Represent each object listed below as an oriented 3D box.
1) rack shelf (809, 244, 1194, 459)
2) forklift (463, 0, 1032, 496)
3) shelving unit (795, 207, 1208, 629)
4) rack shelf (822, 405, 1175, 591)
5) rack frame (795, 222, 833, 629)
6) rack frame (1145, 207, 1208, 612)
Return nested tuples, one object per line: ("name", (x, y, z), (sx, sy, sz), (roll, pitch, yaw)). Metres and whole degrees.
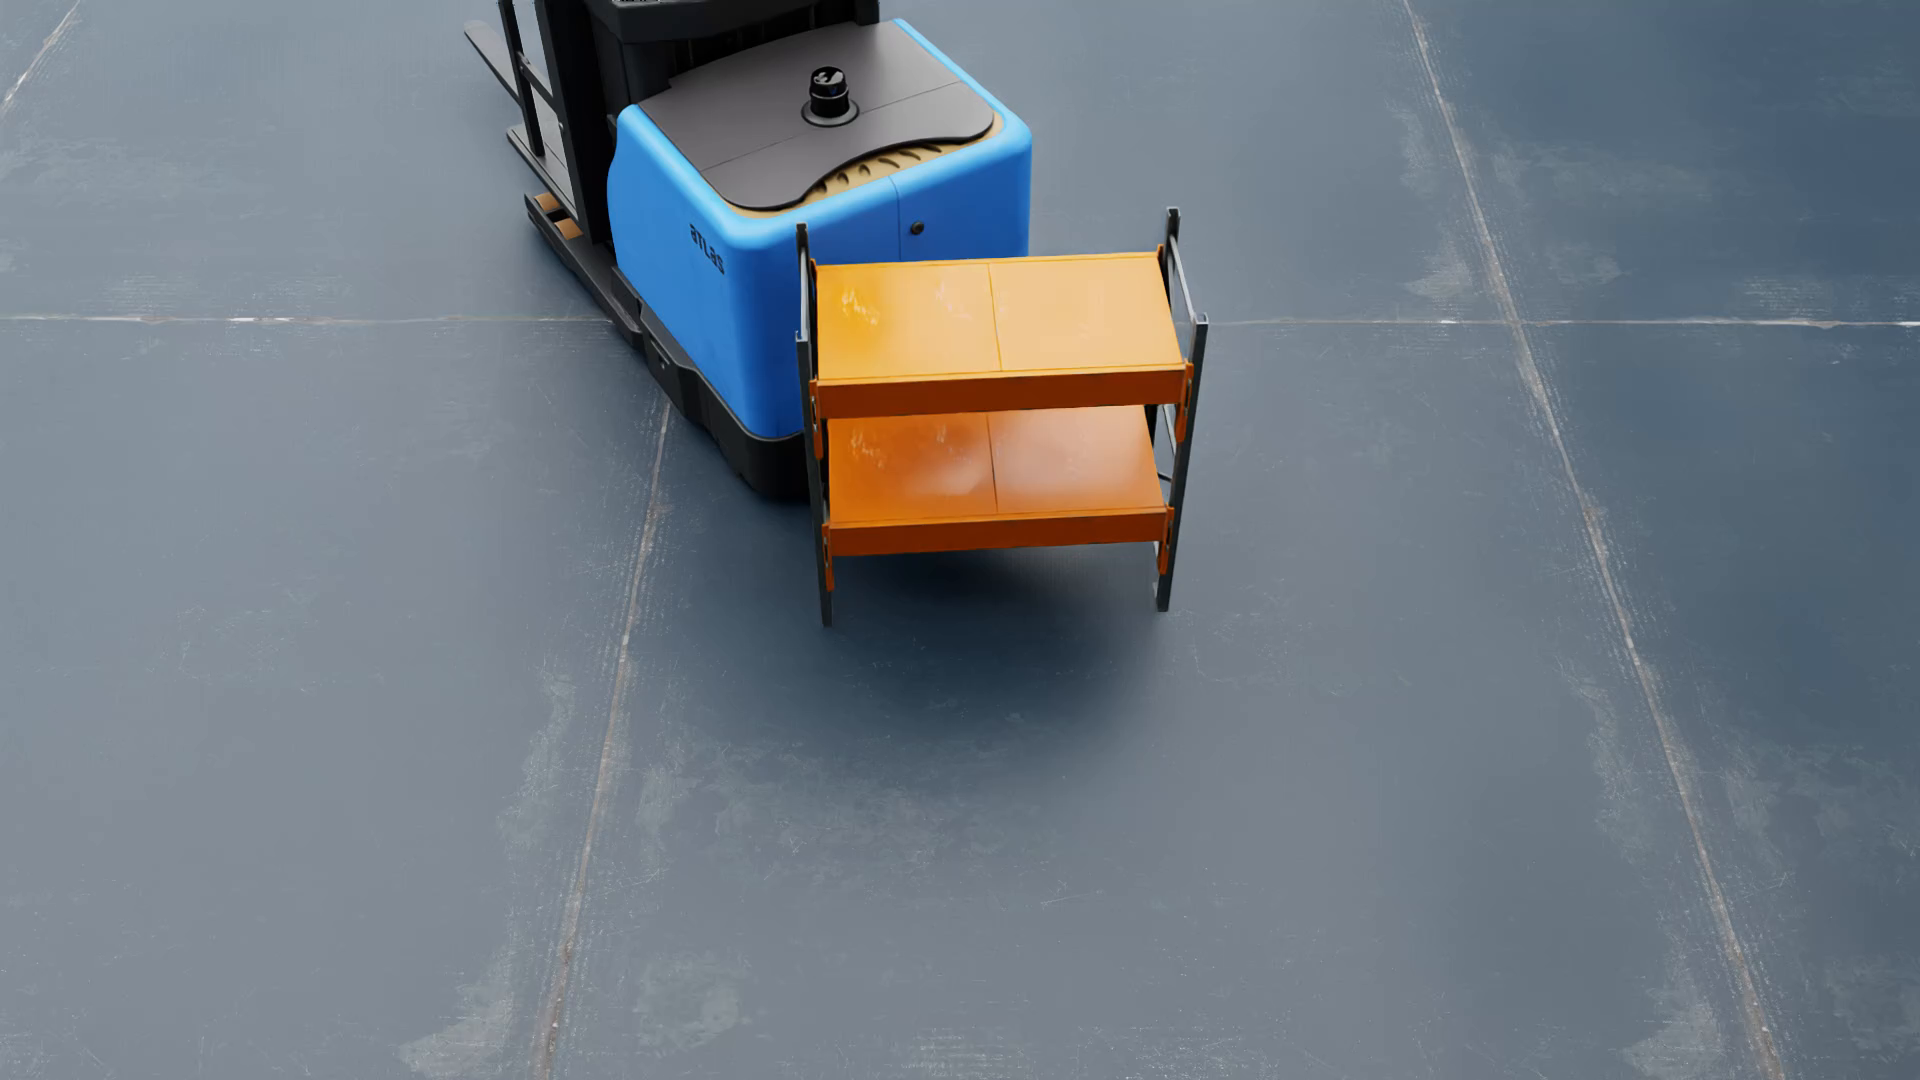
("rack shelf", (0.093, -0.523, 4.569), (1.000, 0.278, 0.538), (-3, 47, -3))
("forklift", (-0.982, -2.201, 5.296), (1.130, 2.935, 3.031), (-25, 52, -21))
("shelving unit", (0.093, -0.324, 4.783), (1.048, 1.125, 0.538), (-3, 47, -3))
("rack shelf", (0.093, -0.157, 4.962), (1.000, 0.278, 0.538), (-3, 47, -3))
("rack frame", (-0.414, -0.299, 4.759), (0.032, 1.125, 0.500), (-3, 47, -3))
("rack frame", (0.600, -0.349, 4.806), (0.032, 1.125, 0.500), (-3, 47, -3))
